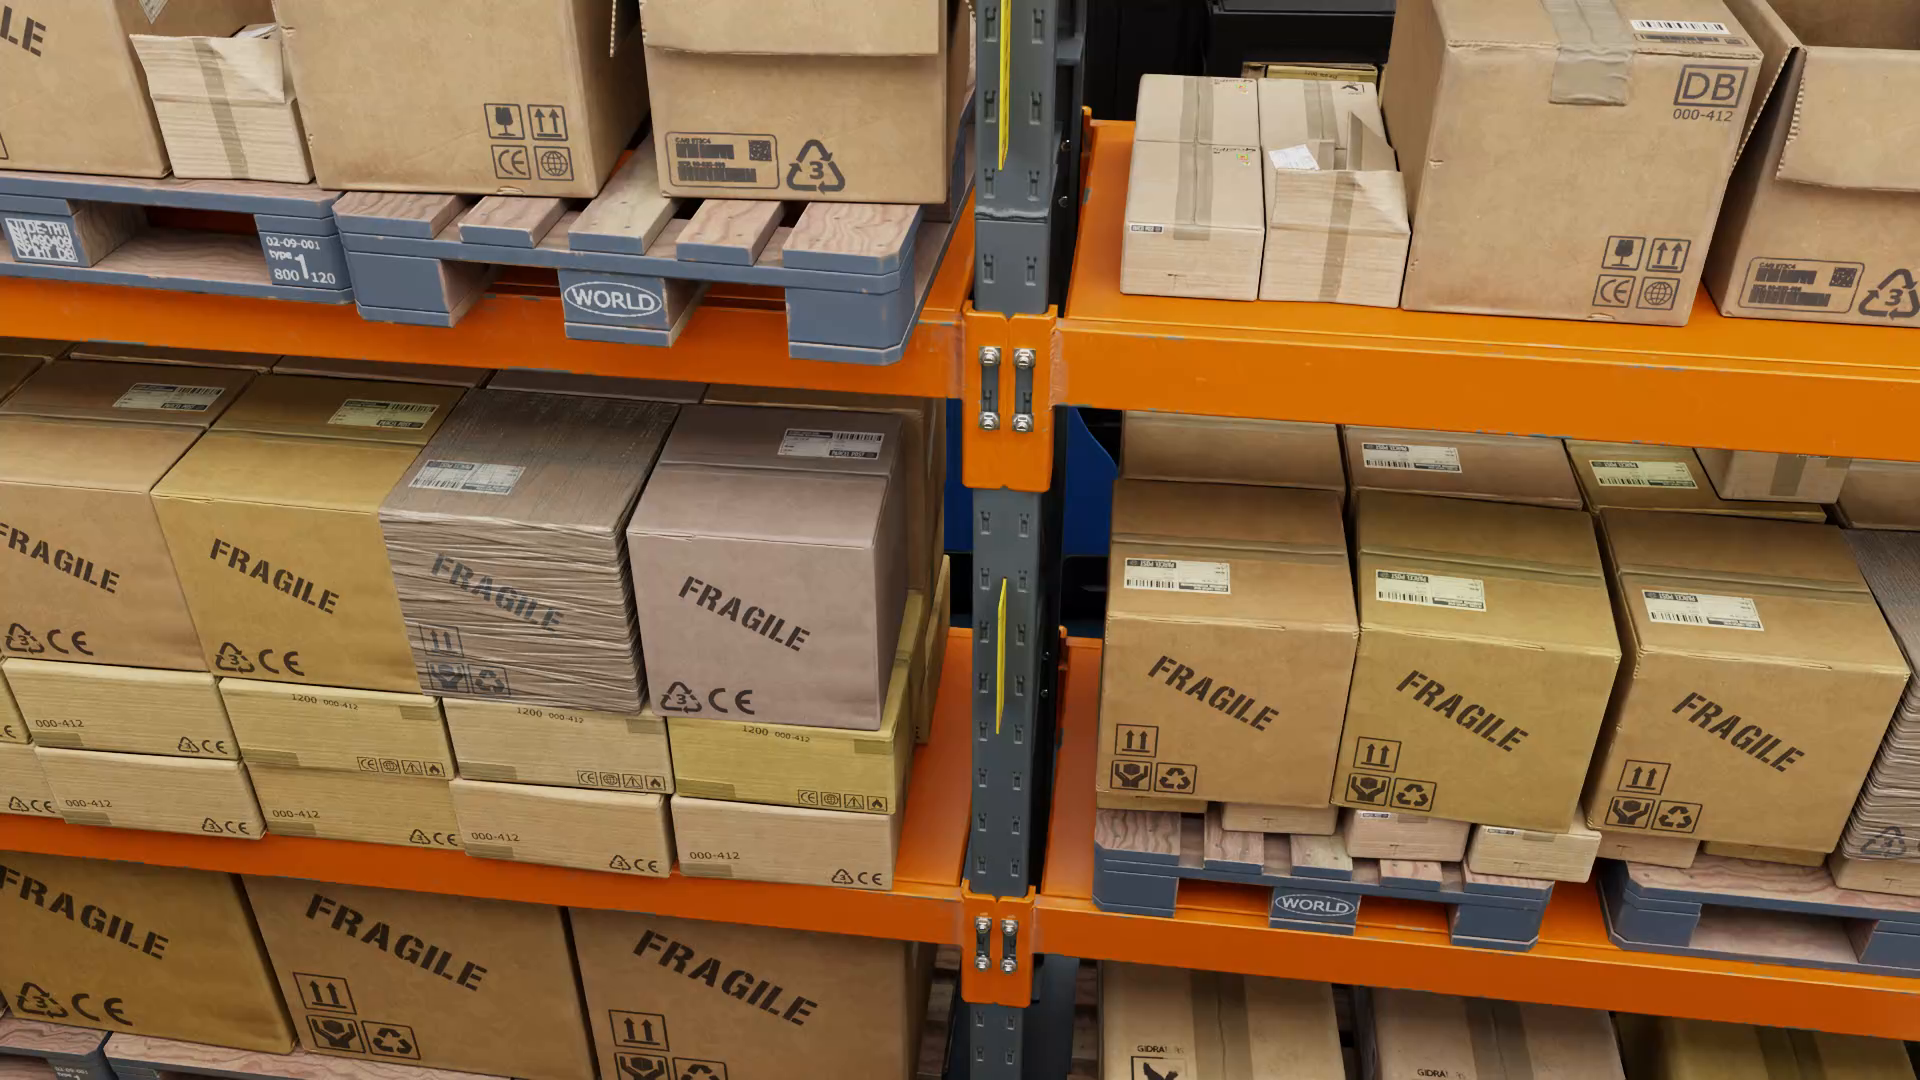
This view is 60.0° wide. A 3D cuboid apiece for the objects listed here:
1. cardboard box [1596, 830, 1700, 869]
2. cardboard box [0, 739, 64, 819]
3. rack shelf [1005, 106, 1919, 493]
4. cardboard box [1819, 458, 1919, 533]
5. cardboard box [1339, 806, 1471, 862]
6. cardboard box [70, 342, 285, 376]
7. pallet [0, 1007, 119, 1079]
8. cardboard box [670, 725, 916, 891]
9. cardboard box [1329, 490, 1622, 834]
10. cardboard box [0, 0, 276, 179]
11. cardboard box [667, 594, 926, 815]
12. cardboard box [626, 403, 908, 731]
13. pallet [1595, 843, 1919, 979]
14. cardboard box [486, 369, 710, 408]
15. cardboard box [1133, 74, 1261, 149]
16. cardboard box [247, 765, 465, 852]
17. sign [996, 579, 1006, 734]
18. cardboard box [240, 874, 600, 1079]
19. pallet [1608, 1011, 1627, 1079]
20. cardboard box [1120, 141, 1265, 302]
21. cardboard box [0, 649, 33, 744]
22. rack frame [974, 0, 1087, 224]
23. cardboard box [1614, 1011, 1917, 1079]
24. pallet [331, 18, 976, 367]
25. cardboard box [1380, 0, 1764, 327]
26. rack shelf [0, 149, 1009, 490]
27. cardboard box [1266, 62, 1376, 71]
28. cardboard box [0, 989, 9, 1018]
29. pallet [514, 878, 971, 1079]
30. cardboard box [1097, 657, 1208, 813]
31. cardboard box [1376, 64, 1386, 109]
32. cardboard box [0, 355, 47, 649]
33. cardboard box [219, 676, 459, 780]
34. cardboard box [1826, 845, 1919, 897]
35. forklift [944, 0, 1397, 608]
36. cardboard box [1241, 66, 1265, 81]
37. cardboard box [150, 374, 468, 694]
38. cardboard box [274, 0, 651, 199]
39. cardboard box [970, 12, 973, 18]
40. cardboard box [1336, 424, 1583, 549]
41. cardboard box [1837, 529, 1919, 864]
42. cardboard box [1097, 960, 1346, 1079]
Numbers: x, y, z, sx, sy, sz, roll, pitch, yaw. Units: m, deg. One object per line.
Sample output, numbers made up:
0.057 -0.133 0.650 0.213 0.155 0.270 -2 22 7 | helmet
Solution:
1.510 0.542 3.763 0.250 0.149 0.380 6 36 9 | cardboard box
-2.395 0.422 4.206 0.500 0.250 0.500 4 36 6 | cardboard box
2.134 -0.393 3.255 4.000 0.370 1.077 4 36 6 | rack shelf
2.193 0.038 3.912 0.500 0.500 0.500 3 36 4 | cardboard box
0.991 0.537 3.770 0.250 0.149 0.380 2 36 3 | cardboard box
-1.812 -0.355 4.219 0.500 0.500 0.500 5 36 7 | cardboard box
-3.042 1.240 5.331 1.213 0.211 1.003 4 36 6 | pallet
-0.384 0.561 4.012 0.500 0.250 0.500 3 36 4 | cardboard box
1.085 0.256 3.606 0.500 0.500 0.500 6 36 8 | cardboard box
-1.635 -1.009 3.051 0.500 0.500 0.500 5 36 6 | cardboard box
-0.363 0.355 3.869 0.500 0.250 0.500 4 36 6 | cardboard box
-0.396 0.052 3.648 0.500 0.500 0.500 3 36 5 | cardboard box
2.119 0.588 4.009 1.213 0.211 1.003 4 36 6 | pallet
-0.801 -0.269 4.098 0.500 0.500 0.500 4 36 6 | cardboard box
0.489 -0.829 3.464 0.250 0.149 0.380 4 36 6 | cardboard box
-1.391 0.485 4.117 0.500 0.250 0.500 4 36 5 | cardboard box
0.083 0.236 3.340 0.005 0.325 0.100 4 36 6 | sign
-1.408 0.914 4.855 0.875 0.875 0.875 5 36 7 | cardboard box
2.132 1.673 4.725 1.213 0.211 1.003 4 36 6 | pallet
0.441 -0.610 3.157 0.250 0.149 0.380 4 36 6 | cardboard box
-2.399 0.219 4.060 0.500 0.250 0.500 5 36 7 | cardboard box
0.150 -2.055 2.382 0.127 3.000 1.000 4 36 6 | rack frame
2.194 1.443 4.547 0.625 0.372 0.950 5 36 8 | cardboard box
-0.495 -0.774 3.333 1.003 0.211 1.213 6 36 8 | pallet
1.089 -0.798 3.118 0.500 0.500 0.700 4 36 6 | cardboard box
-1.833 -0.689 3.670 4.000 0.370 1.077 4 36 6 | rack shelf
1.684 -2.404 7.735 0.500 0.250 0.500 5 36 7 | cardboard box
-3.192 0.785 5.035 0.875 0.875 0.875 5 36 7 | cardboard box
-0.622 1.421 5.078 1.213 0.211 1.003 4 36 6 | pallet
0.449 0.450 3.892 0.250 0.149 0.380 2 36 3 | cardboard box
2.198 -2.164 7.829 0.500 0.250 0.500 3 36 4 | cardboard box
-2.412 -0.098 3.858 0.500 0.500 0.500 3 36 5 | cardboard box
-1.382 0.293 3.955 0.500 0.250 0.500 3 36 5 | cardboard box
2.046 0.597 3.686 0.250 0.149 0.380 5 36 7 | cardboard box
1.146 -1.165 6.359 3.031 2.935 1.130 1 36 2 | forklift
1.188 -2.238 7.933 0.500 0.250 0.500 4 36 6 | cardboard box
-1.398 -0.022 3.752 0.500 0.500 0.500 4 36 6 | cardboard box
-0.856 -1.009 3.052 0.500 0.500 0.700 3 36 4 | cardboard box
0.078 -2.369 7.842 0.250 0.149 0.380 5 36 7 | cardboard box
1.151 -0.040 4.020 0.500 0.500 0.500 4 36 5 | cardboard box
2.107 0.333 3.498 0.500 0.500 0.500 3 36 4 | cardboard box
0.709 1.334 4.700 0.625 0.372 0.950 2 36 3 | cardboard box
